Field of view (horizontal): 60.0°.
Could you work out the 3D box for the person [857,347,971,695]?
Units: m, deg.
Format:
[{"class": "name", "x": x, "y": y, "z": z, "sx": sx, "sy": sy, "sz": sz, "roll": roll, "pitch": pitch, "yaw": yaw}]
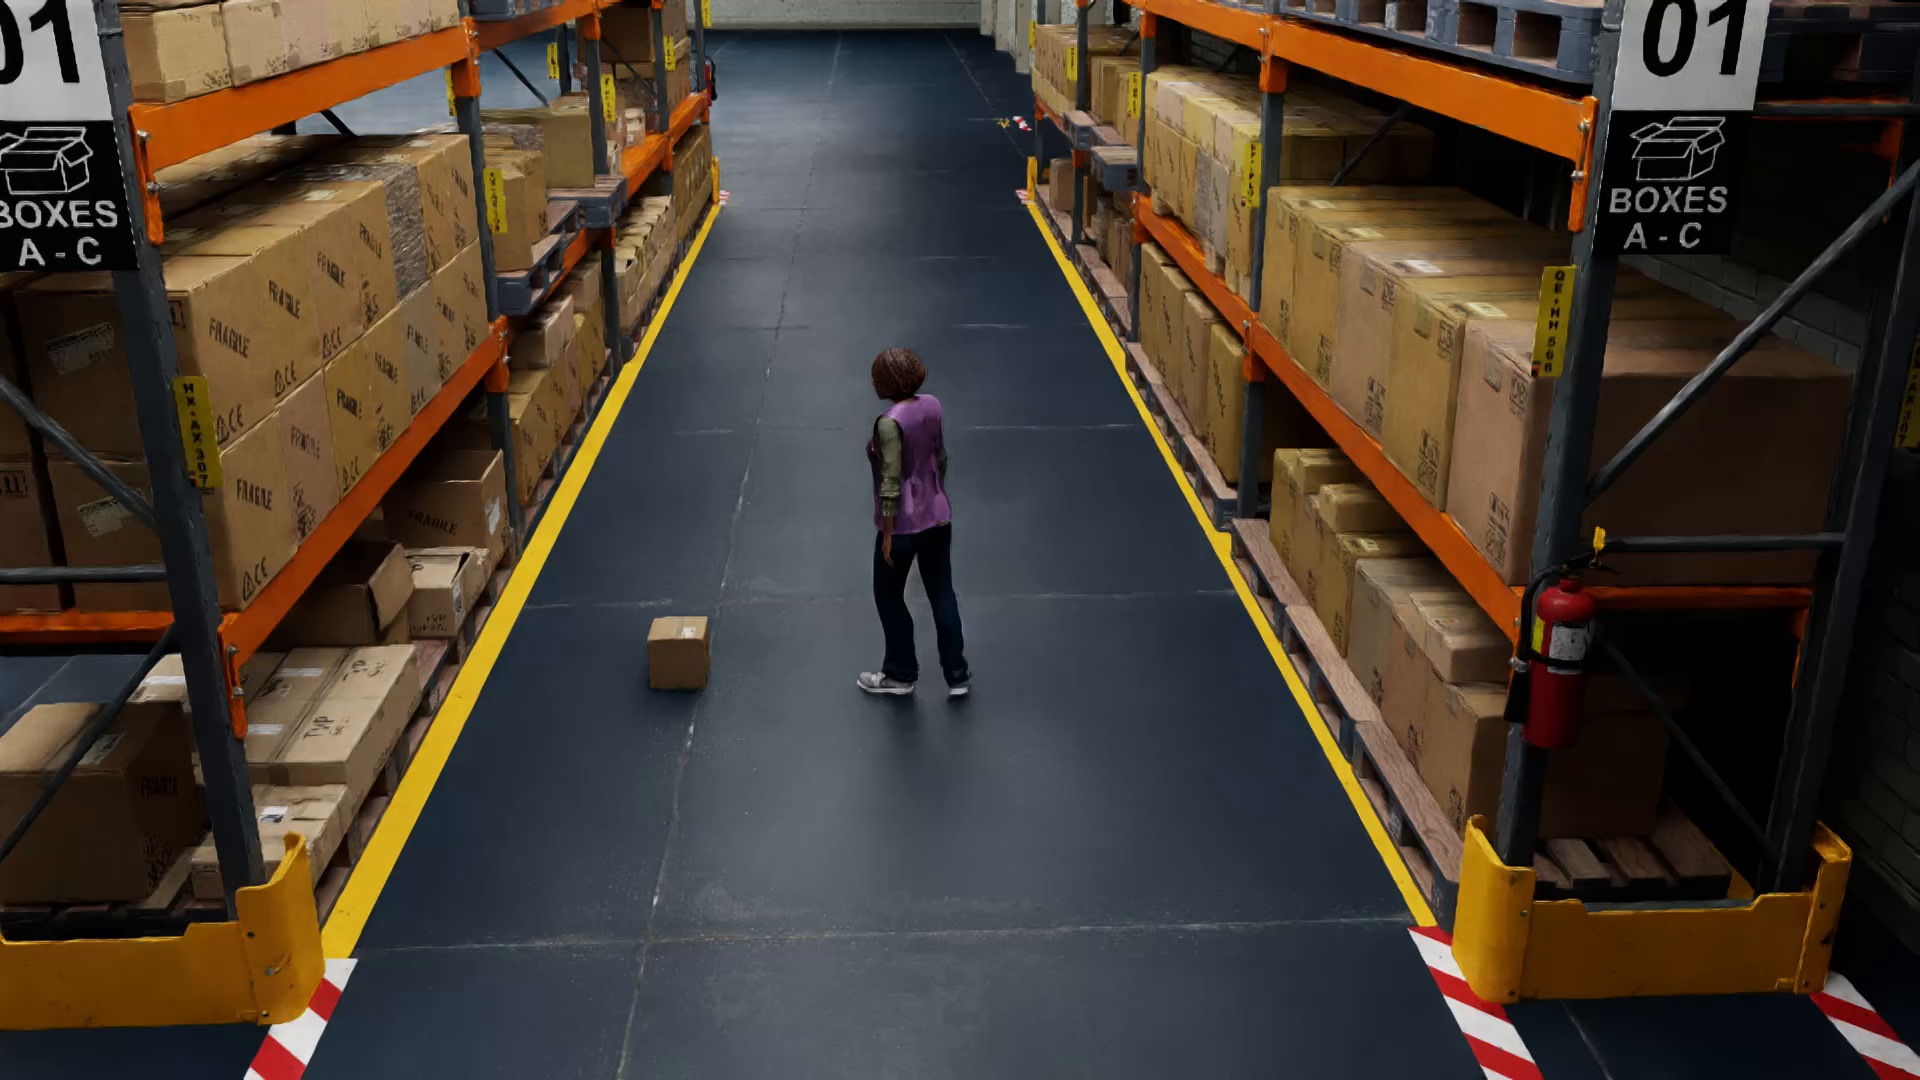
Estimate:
[{"class": "person", "x": -0.194, "y": -0.065, "z": 7.262, "sx": 0.487, "sy": 1.596, "sz": 0.479, "roll": 17, "pitch": 26, "yaw": 37}]
